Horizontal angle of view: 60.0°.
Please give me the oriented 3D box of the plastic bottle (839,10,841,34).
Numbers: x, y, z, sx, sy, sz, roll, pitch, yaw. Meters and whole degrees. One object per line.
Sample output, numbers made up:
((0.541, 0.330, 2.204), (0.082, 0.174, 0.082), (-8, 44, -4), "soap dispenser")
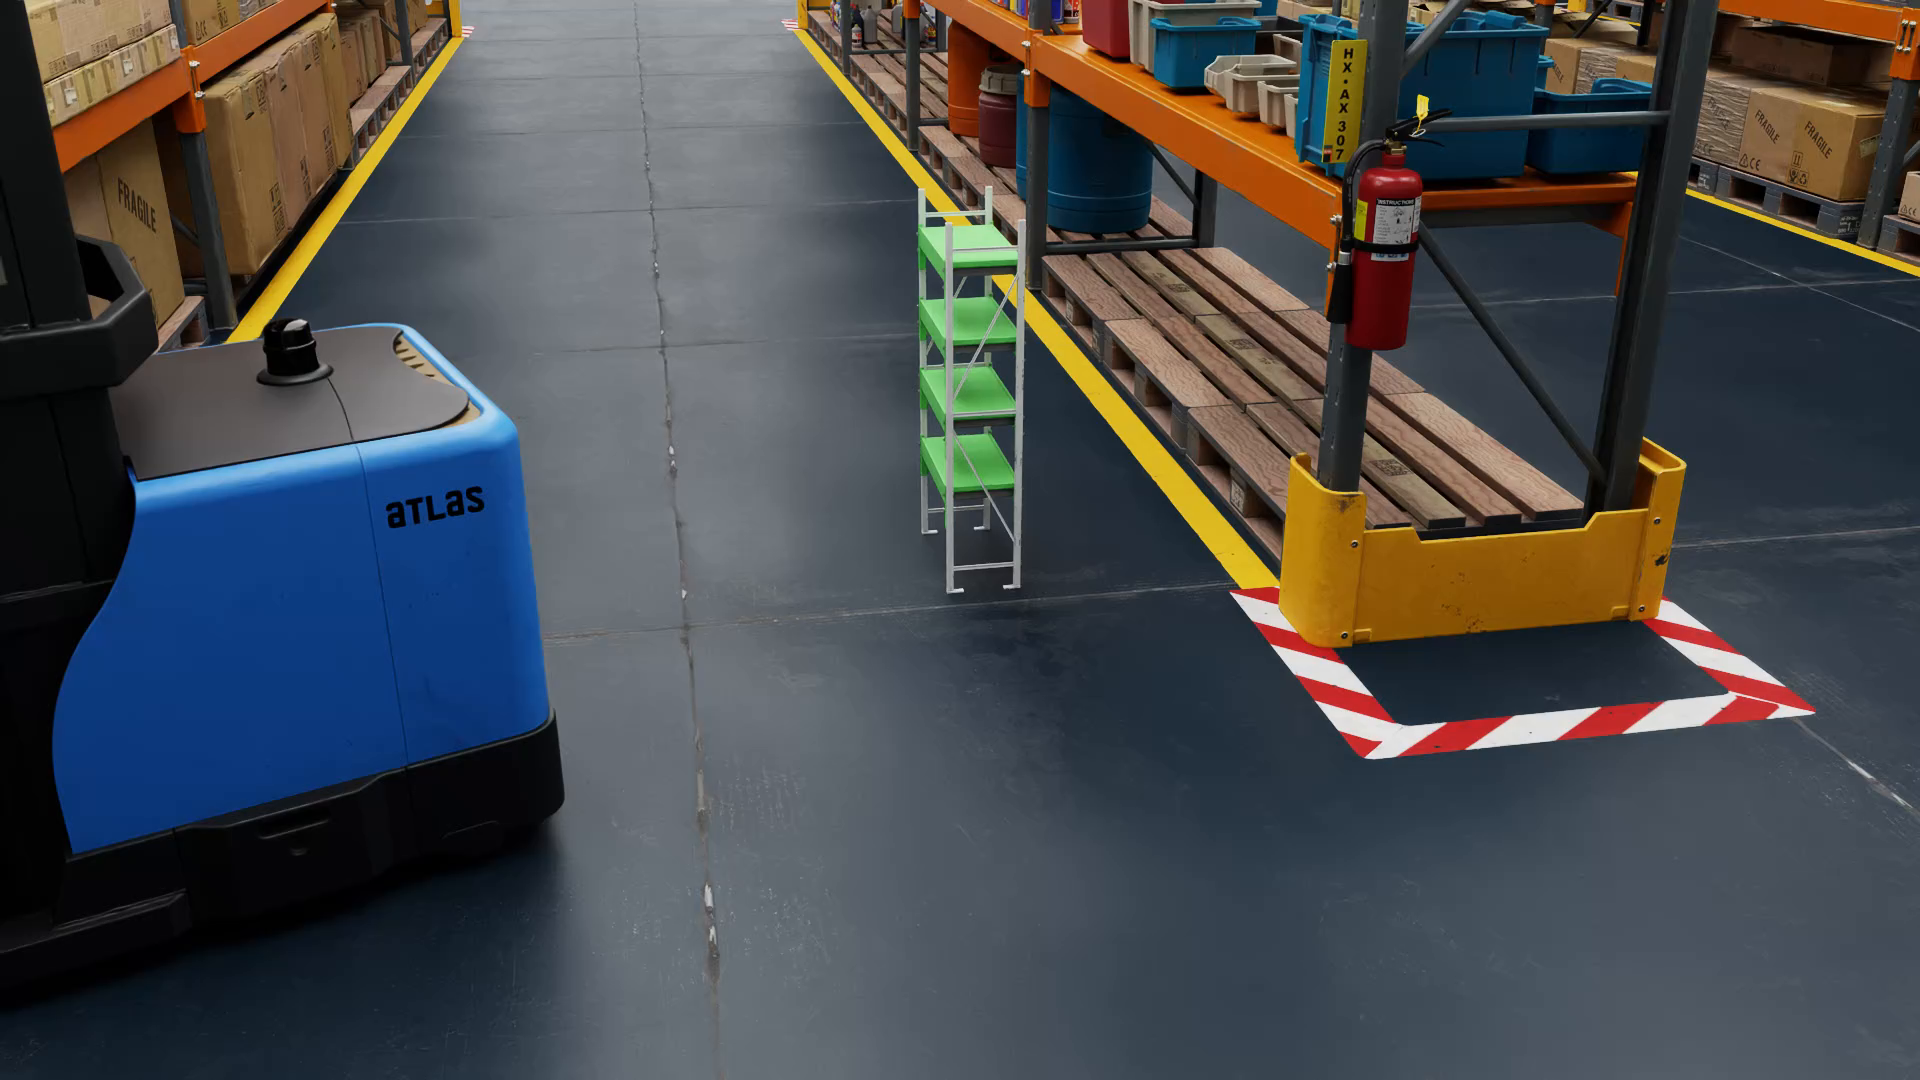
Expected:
((-1.158, -5.336, 17.073), (0.152, 0.276, 0.135), (-4, 24, -9), "plastic bottle")

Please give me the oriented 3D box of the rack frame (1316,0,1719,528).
((1.585, -1.164, 4.667), (1.000, 3.000, 0.127), (-4, 24, -10), "rack frame")

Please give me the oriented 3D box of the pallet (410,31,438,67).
((-5.890, -4.982, 16.893), (1.003, 0.211, 1.213), (-4, 24, -10), "pallet")

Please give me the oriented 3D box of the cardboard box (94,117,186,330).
((-3.979, -1.324, 7.163), (0.875, 0.875, 0.875), (-4, 24, -10), "cardboard box")

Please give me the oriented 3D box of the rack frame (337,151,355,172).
((-4.762, -3.944, 11.032), (1.000, 3.000, 0.127), (-4, 24, -10), "rack frame")

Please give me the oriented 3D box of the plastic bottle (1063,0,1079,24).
((0.573, -2.794, 8.647), (0.097, 0.201, 0.097), (0, 24, 0), "plastic bottle")

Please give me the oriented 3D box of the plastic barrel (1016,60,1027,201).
((0.630, -2.462, 9.736), (0.600, 0.901, 0.708), (-4, 24, -10), "plastic barrel")

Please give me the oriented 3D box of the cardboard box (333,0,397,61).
((-5.537, -4.724, 15.418), (0.500, 0.500, 0.500), (-5, 24, -11), "cardboard box")

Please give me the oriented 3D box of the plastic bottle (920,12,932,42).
((-0.349, -5.120, 16.579), (0.152, 0.276, 0.135), (-3, 24, -8), "plastic bottle")

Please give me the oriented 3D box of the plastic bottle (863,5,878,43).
((-0.895, -5.114, 16.472), (0.144, 0.351, 0.185), (-4, 24, -10), "plastic bottle")

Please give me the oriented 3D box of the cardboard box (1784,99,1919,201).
((5.341, -2.331, 9.913), (0.500, 0.500, 0.500), (-4, 24, -10), "cardboard box")

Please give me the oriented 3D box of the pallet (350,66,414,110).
((-5.357, -3.933, 14.492), (1.003, 0.211, 1.213), (-4, 24, -10), "pallet")

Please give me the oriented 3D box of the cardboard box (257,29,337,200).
((-4.498, -2.538, 9.944), (1.225, 0.875, 0.875), (-4, 24, -10), "cardboard box")

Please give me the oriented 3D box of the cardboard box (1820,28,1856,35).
((9.254, -5.385, 16.905), (0.700, 0.500, 0.500), (-3, 24, -8), "cardboard box")

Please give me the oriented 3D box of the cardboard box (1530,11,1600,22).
((5.060, -4.299, 14.055), (0.500, 0.311, 0.500), (-5, 24, -11), "cardboard box")

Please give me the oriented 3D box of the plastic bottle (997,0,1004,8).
((0.294, -3.153, 9.377), (0.152, 0.276, 0.135), (-4, 24, -10), "plastic bottle")

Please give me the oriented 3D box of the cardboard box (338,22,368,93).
((-5.236, -3.921, 13.554), (0.700, 0.500, 0.500), (-6, 24, -14), "cardboard box")

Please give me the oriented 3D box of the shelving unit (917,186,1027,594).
((0.031, -0.485, 5.361), (0.258, 1.200, 0.503), (-4, 24, -10), "shelving unit")

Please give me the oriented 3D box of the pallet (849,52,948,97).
((-0.451, -4.300, 15.332), (1.003, 0.211, 1.213), (-4, 24, -10), "pallet")

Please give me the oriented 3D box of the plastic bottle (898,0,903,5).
((-0.584, -5.619, 17.722), (0.152, 0.276, 0.135), (-4, 24, -9), "plastic bottle")

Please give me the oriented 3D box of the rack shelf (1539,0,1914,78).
((5.344, -3.559, 11.050), (1.077, 0.370, 4.000), (-4, 24, -10), "rack shelf")

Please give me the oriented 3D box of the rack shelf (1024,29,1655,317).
((1.215, -1.621, 6.612), (1.077, 0.370, 4.000), (-4, 24, -10), "rack shelf")

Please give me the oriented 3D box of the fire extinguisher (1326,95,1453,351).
((1.166, -0.864, 4.544), (0.296, 0.674, 0.183), (-4, 24, -10), "fire extinguisher")

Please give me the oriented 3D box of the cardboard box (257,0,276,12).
((-4.149, -3.213, 9.234), (0.500, 0.500, 0.500), (-4, 24, -9), "cardboard box")

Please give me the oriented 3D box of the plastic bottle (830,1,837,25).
((-1.345, -5.672, 17.849), (0.097, 0.271, 0.097), (0, 24, 0), "plastic bottle")

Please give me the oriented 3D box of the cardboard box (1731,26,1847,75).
((5.585, -3.301, 11.197), (0.500, 0.250, 0.500), (-5, 24, -11), "cardboard box")

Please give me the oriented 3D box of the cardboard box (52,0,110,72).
((-3.490, -1.880, 6.122), (0.500, 0.250, 0.500), (-4, 24, -9), "cardboard box")

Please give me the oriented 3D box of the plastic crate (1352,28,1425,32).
((1.619, -1.754, 6.152), (0.416, 0.233, 0.300), (-4, 24, -10), "plastic crate")

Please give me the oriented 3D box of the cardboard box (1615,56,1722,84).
((4.967, -3.128, 11.738), (0.500, 0.500, 0.500), (-5, 24, -10), "cardboard box")

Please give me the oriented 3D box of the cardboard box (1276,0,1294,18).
((3.744, -5.741, 18.057), (0.500, 0.250, 0.500), (-4, 24, -10), "cardboard box")

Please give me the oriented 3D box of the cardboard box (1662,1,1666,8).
((8.594, -6.451, 19.347), (0.700, 0.500, 0.500), (-6, 24, -13), "cardboard box")

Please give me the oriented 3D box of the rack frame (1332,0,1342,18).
((4.234, -6.249, 16.310), (1.000, 3.000, 0.127), (-4, 24, -10), "rack frame")

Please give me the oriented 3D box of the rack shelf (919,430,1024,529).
((0.031, -0.206, 5.482), (0.258, 0.148, 0.480), (-4, 24, -10), "rack shelf")

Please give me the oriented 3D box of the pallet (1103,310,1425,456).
((1.248, -0.692, 7.071), (1.003, 0.211, 1.213), (-4, 24, -10), "pallet")

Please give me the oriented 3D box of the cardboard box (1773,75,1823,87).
((5.669, -2.773, 10.924), (0.500, 0.500, 0.500), (-4, 24, -9), "cardboard box")

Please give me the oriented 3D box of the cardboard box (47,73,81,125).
((-3.360, -1.554, 5.874), (0.380, 0.149, 0.250), (-4, 24, -9), "cardboard box")

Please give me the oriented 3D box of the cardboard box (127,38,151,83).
((-3.549, -1.957, 6.798), (0.380, 0.149, 0.250), (-5, 24, -11), "cardboard box")

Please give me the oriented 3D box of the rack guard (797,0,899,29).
((-1.314, -6.285, 19.516), (1.175, 0.500, 0.348), (-4, 24, -10), "rack guard")

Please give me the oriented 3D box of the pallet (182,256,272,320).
((-4.239, -1.391, 8.670), (1.003, 0.211, 1.213), (-4, 24, -10), "pallet")

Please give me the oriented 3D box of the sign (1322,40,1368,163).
((1.047, -1.191, 4.526), (0.100, 0.325, 0.005), (-4, 24, -10), "sign")

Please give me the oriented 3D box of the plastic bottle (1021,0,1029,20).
((0.367, -2.902, 8.793), (0.061, 0.283, 0.133), (-4, 24, -10), "plastic bottle")

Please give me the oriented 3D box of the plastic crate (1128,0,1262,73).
((0.946, -2.096, 6.875), (0.437, 0.282, 0.530), (-4, 24, -10), "plastic crate")

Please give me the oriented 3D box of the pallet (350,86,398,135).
((-5.128, -3.452, 13.391), (1.003, 0.211, 1.213), (-4, 24, -10), "pallet")

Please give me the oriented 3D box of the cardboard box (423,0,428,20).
((-6.143, -5.891, 18.088), (0.500, 0.500, 0.500), (0, 24, 0), "cardboard box")

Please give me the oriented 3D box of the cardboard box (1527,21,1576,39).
((4.635, -4.053, 13.492), (0.500, 0.311, 0.500), (-4, 24, -8), "cardboard box")

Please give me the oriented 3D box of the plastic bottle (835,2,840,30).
((-1.263, -5.498, 17.450), (0.097, 0.271, 0.097), (0, 24, 0), "plastic bottle")

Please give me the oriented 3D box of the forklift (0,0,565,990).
((-2.503, -0.482, 3.192), (3.031, 2.935, 1.130), (-14, 27, -28), "forklift")

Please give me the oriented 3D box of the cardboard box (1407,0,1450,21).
((4.250, -4.857, 15.332), (0.500, 0.311, 0.500), (-5, 24, -11), "cardboard box")

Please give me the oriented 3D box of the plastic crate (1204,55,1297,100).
((1.068, -1.716, 6.185), (0.298, 0.136, 0.250), (-4, 24, -10), "plastic crate")

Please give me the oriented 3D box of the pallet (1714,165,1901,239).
((5.526, -2.141, 10.390), (1.003, 0.211, 1.213), (-4, 24, -10), "pallet")

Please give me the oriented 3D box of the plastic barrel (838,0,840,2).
((-1.177, -6.256, 18.911), (0.421, 0.512, 0.421), (0, 24, 0), "plastic barrel")

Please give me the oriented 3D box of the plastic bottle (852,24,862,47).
((-1.008, -4.923, 16.220), (0.097, 0.201, 0.097), (0, 24, 0), "plastic bottle")
